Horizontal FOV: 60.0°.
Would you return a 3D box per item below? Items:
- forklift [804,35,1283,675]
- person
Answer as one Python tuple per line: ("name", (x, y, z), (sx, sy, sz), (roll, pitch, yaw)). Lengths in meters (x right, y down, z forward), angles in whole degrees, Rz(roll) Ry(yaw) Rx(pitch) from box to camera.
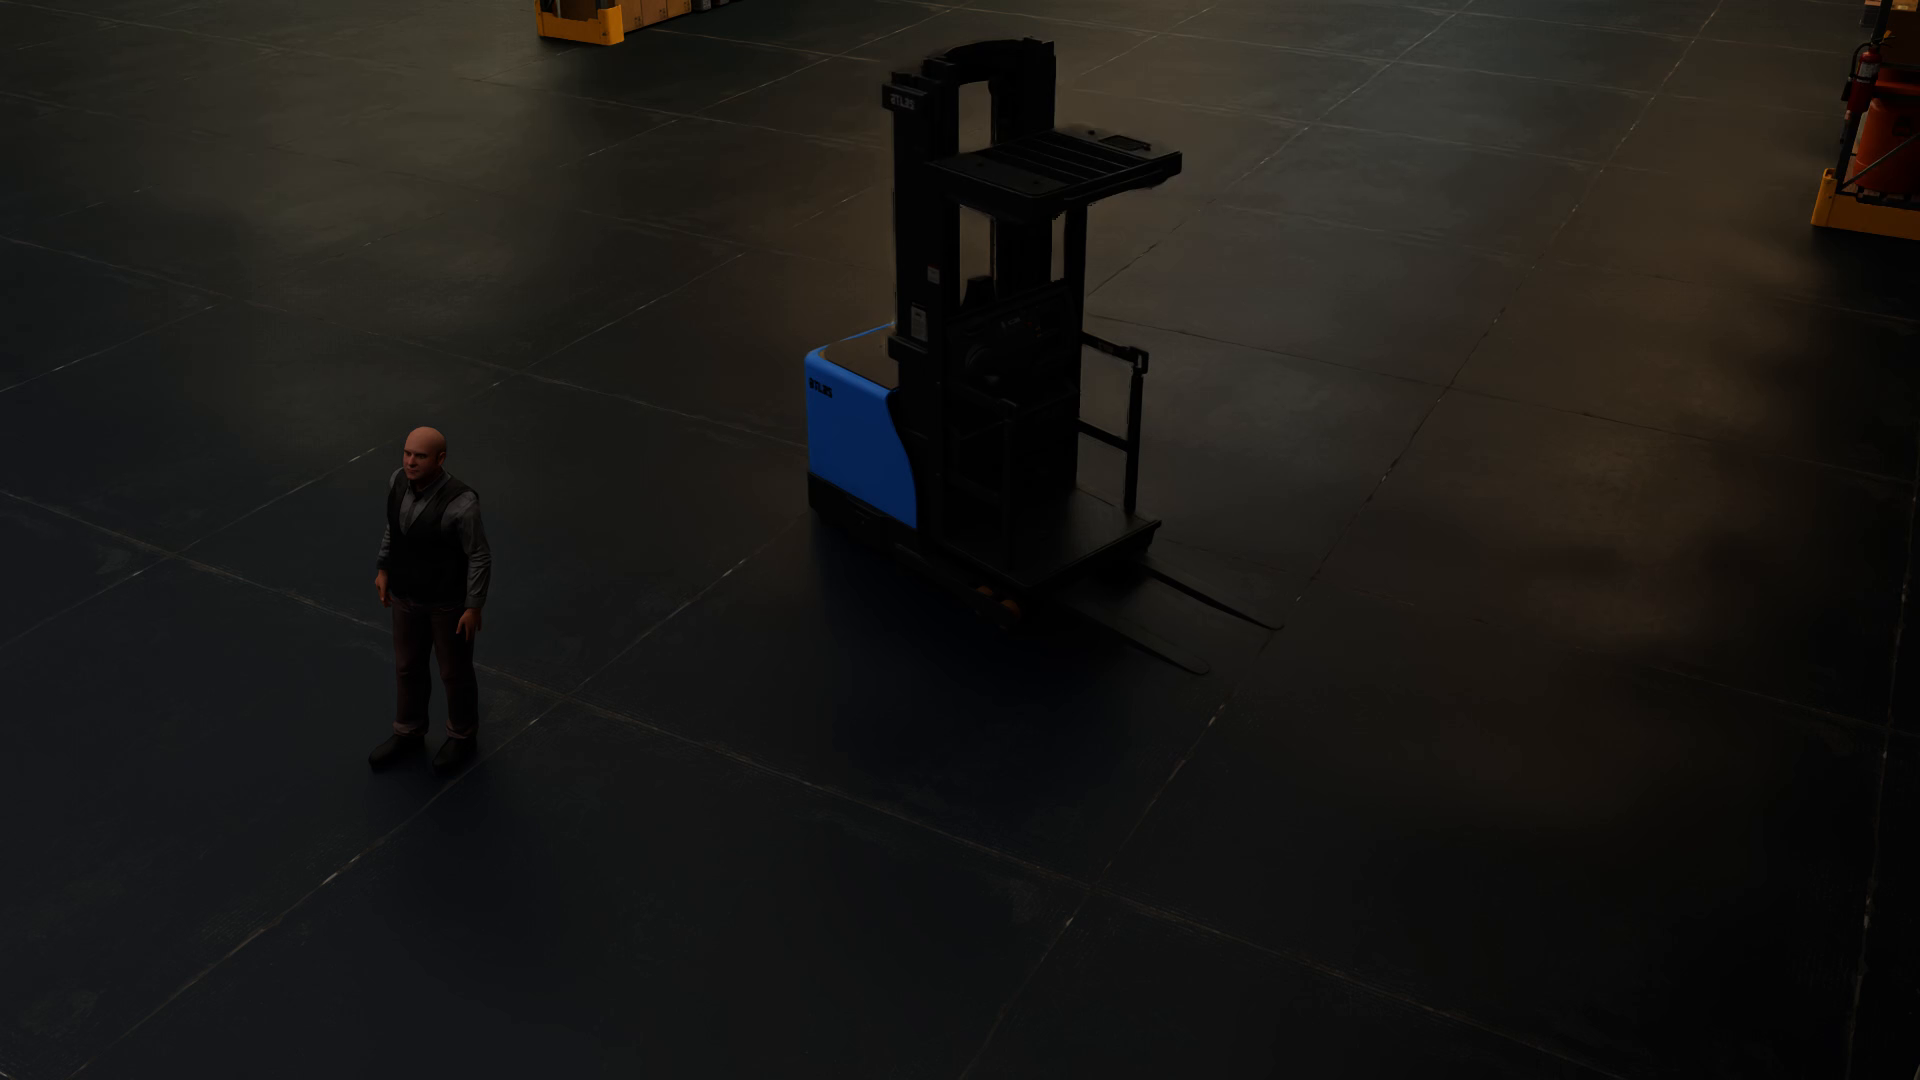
("forklift", (0.435, -1.065, 8.916), (1.130, 2.935, 3.031), (-25, 38, -36))
("person", (-2.495, 0.295, 7.755), (0.632, 1.720, 0.569), (15, 33, 24))
